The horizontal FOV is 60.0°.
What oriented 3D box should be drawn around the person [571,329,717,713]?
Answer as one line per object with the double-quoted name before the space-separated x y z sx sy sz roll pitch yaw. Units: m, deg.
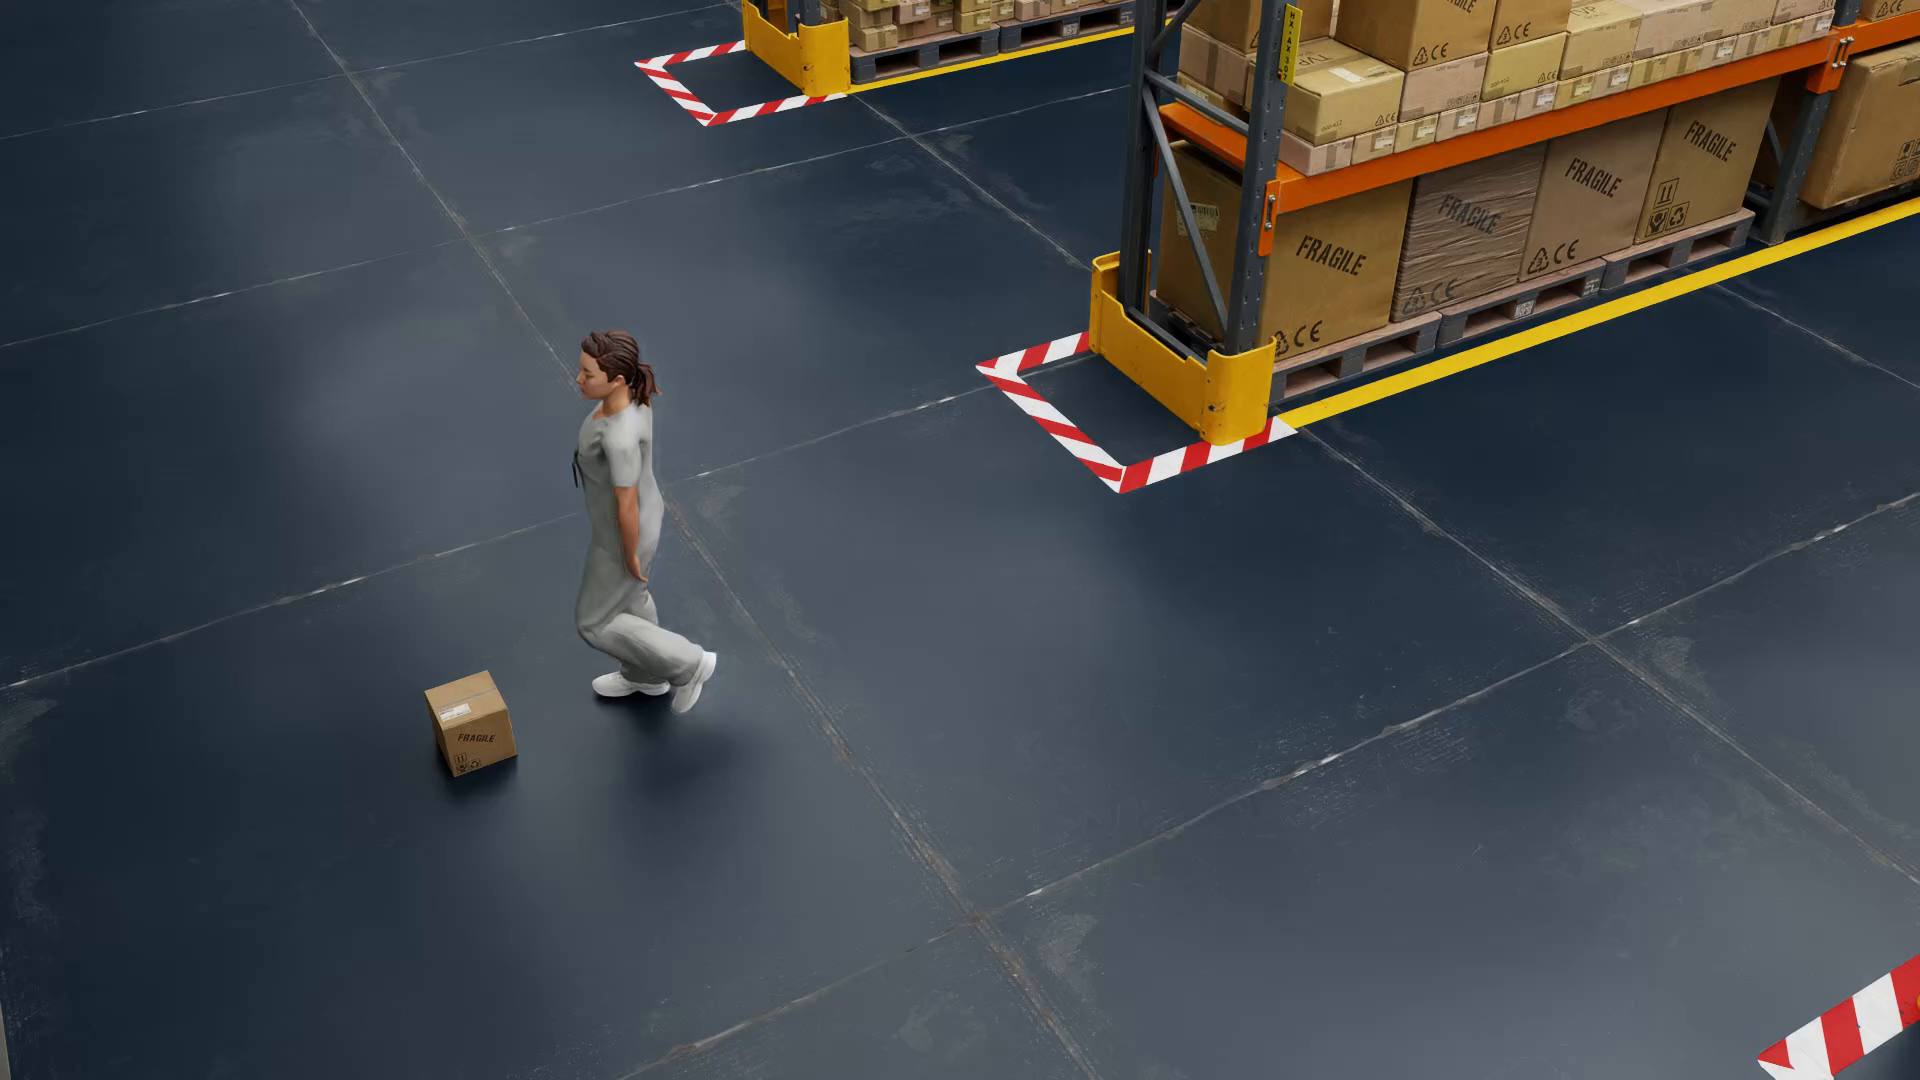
"person" -1.212 -0.040 6.181 0.527 1.662 0.456 -2 37 -2
